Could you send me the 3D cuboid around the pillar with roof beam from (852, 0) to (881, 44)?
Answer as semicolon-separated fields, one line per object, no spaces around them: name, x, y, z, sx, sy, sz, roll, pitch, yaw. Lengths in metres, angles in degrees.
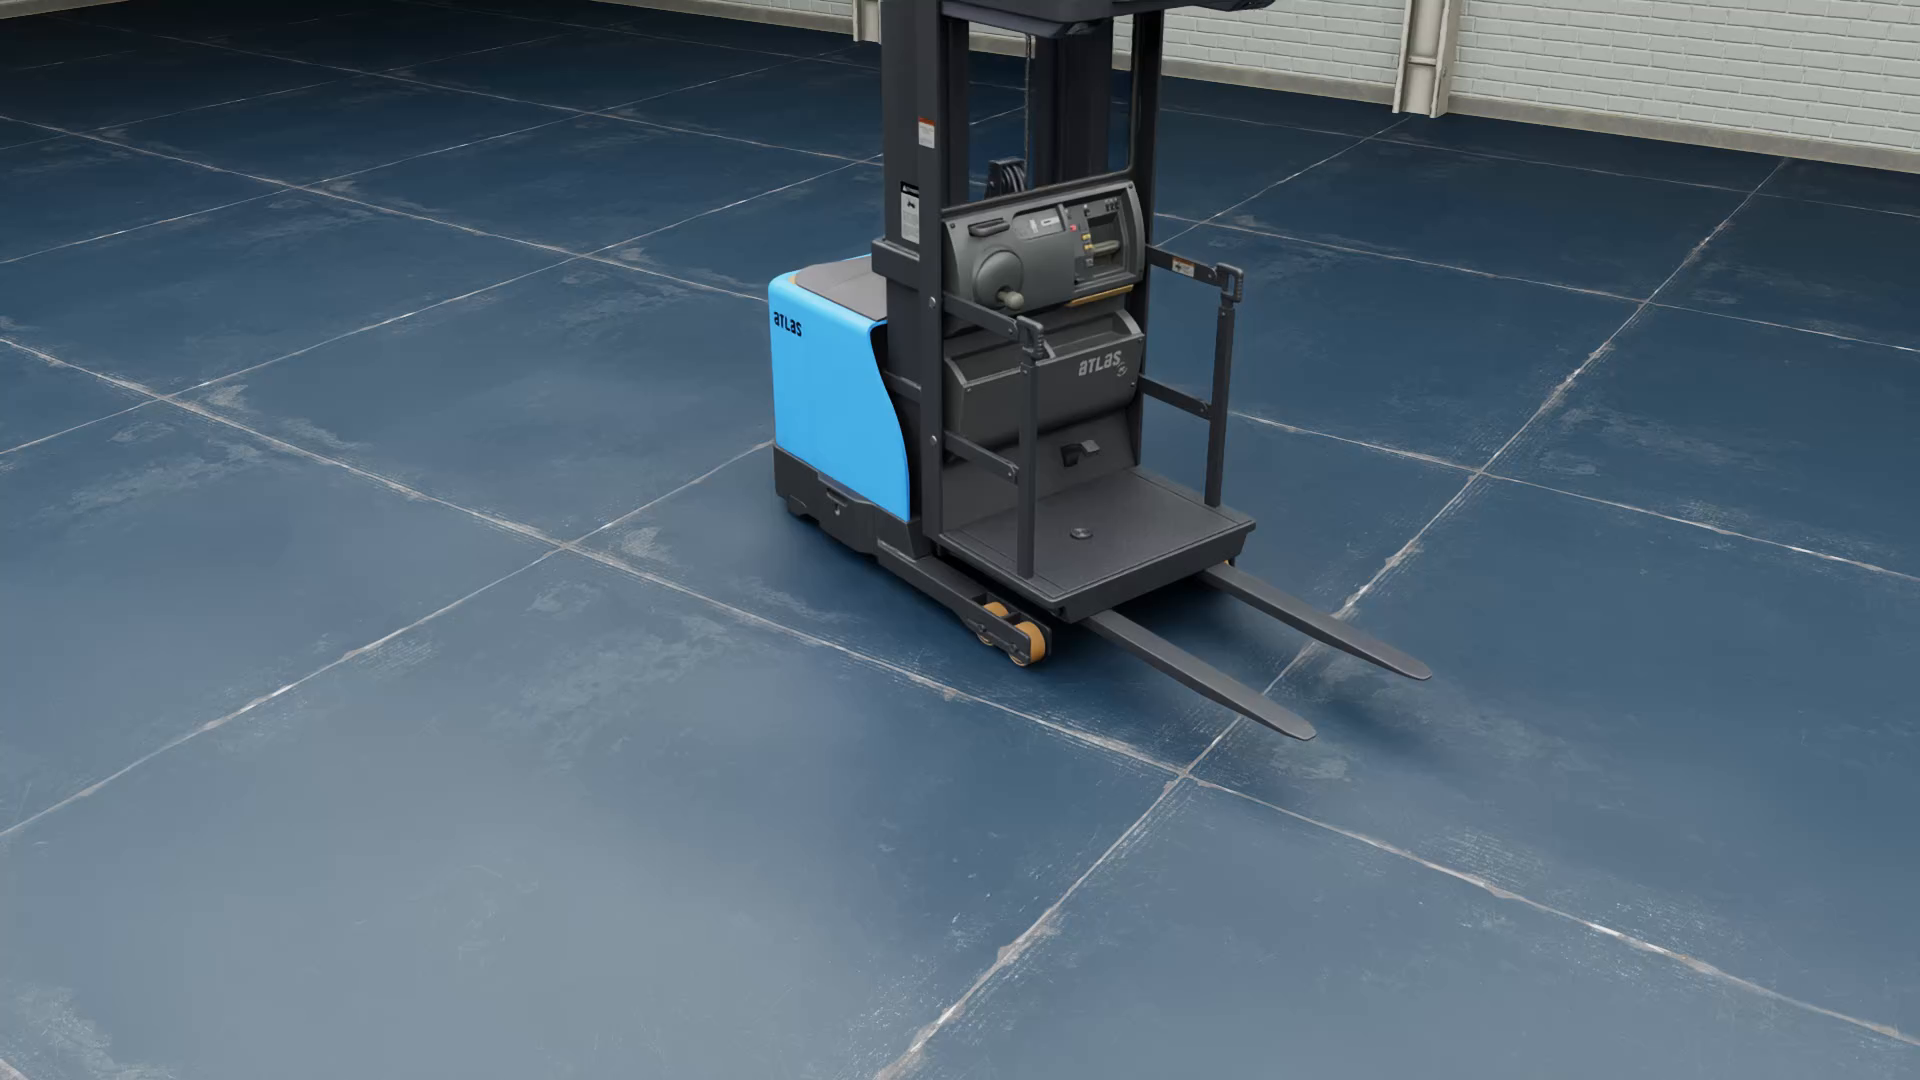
pillar with roof beam;-3.325;-7.719;12.497;0.400;9.000;9.100;17;32;30

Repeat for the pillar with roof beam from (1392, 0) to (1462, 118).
pillar with roof beam;1.621;-6.179;9.469;0.400;9.000;9.100;17;32;30

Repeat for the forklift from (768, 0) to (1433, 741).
forklift;0.467;-1.083;6.147;1.130;2.935;3.031;-20;33;-33
